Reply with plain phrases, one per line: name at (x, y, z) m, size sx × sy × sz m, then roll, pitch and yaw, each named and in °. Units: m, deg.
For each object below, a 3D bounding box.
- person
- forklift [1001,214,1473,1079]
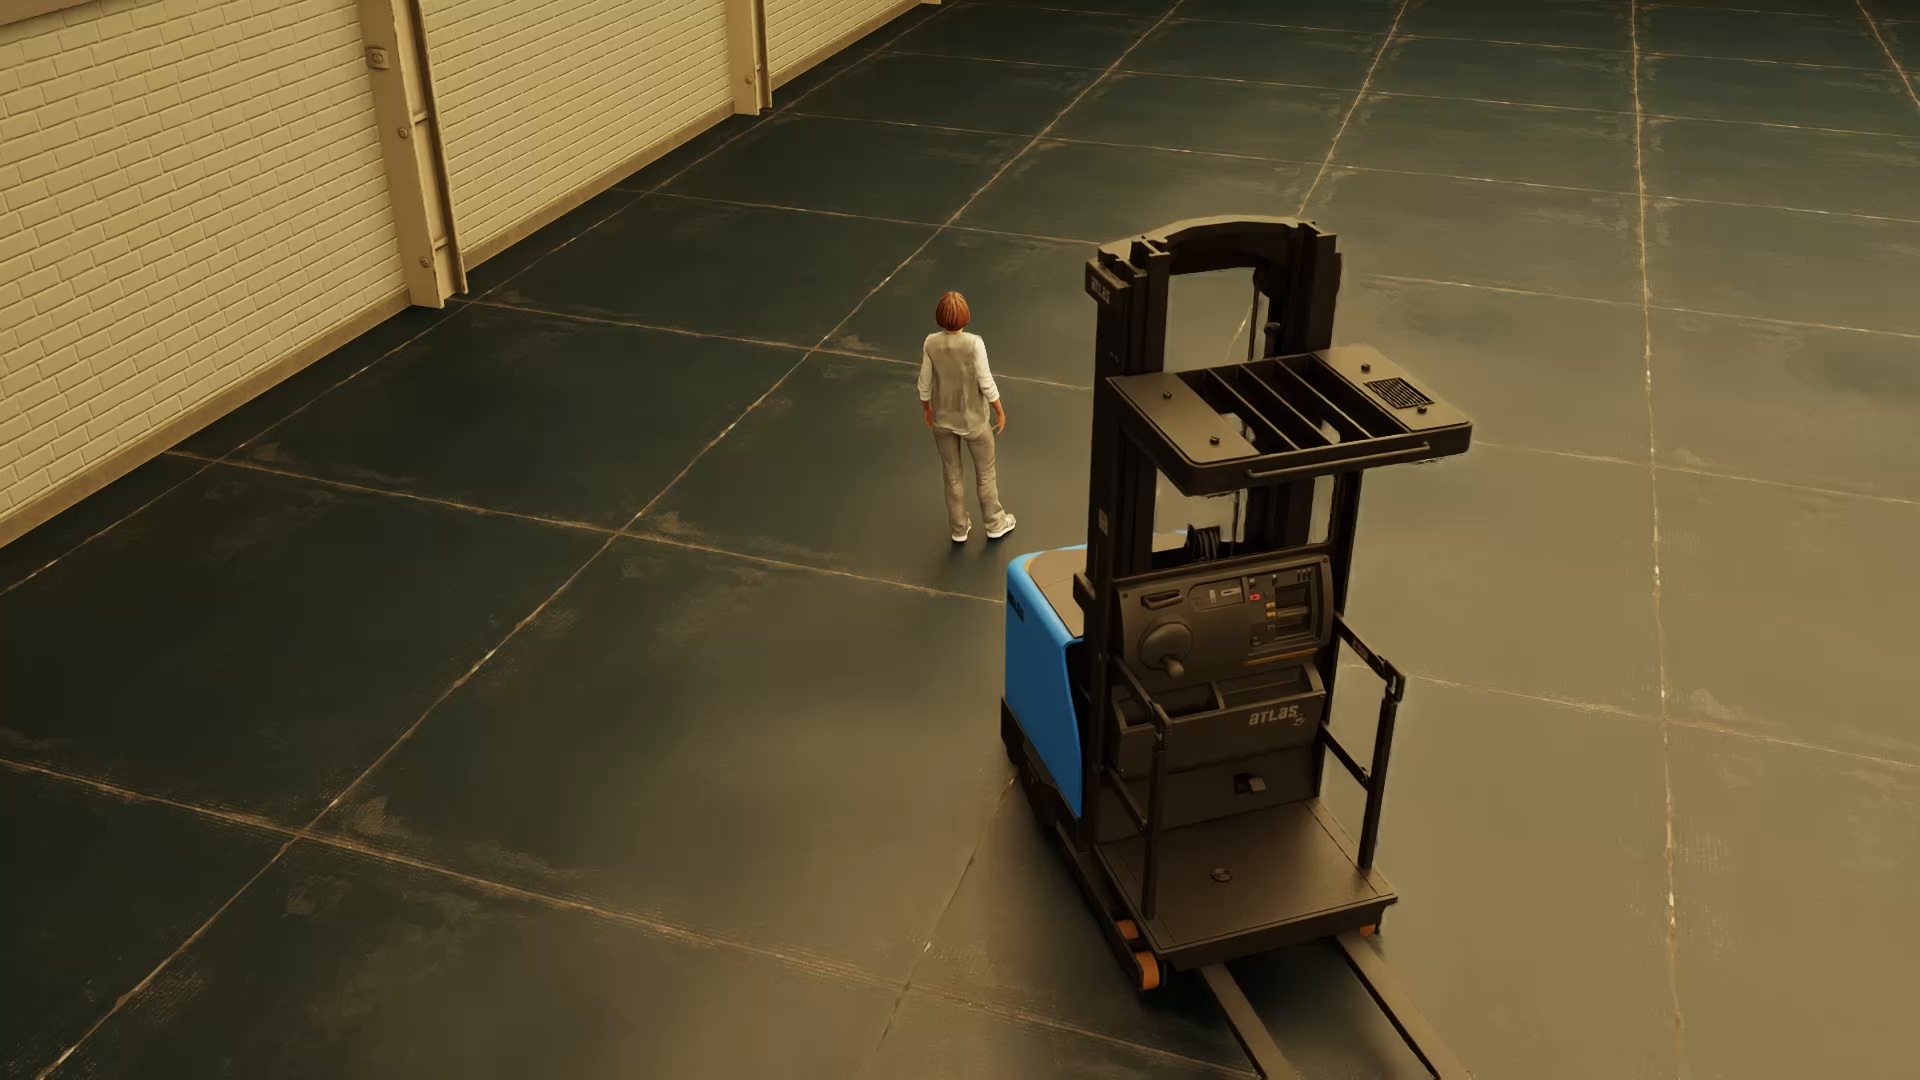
person at (0.038, -0.730, 9.756) m, size 0.520 × 1.592 × 0.473 m, roll 10°, pitch 31°, yaw 16°
forklift at (1.143, 0.355, 6.514) m, size 1.130 × 2.935 × 3.031 m, roll -9°, pitch 31°, yaw -16°
